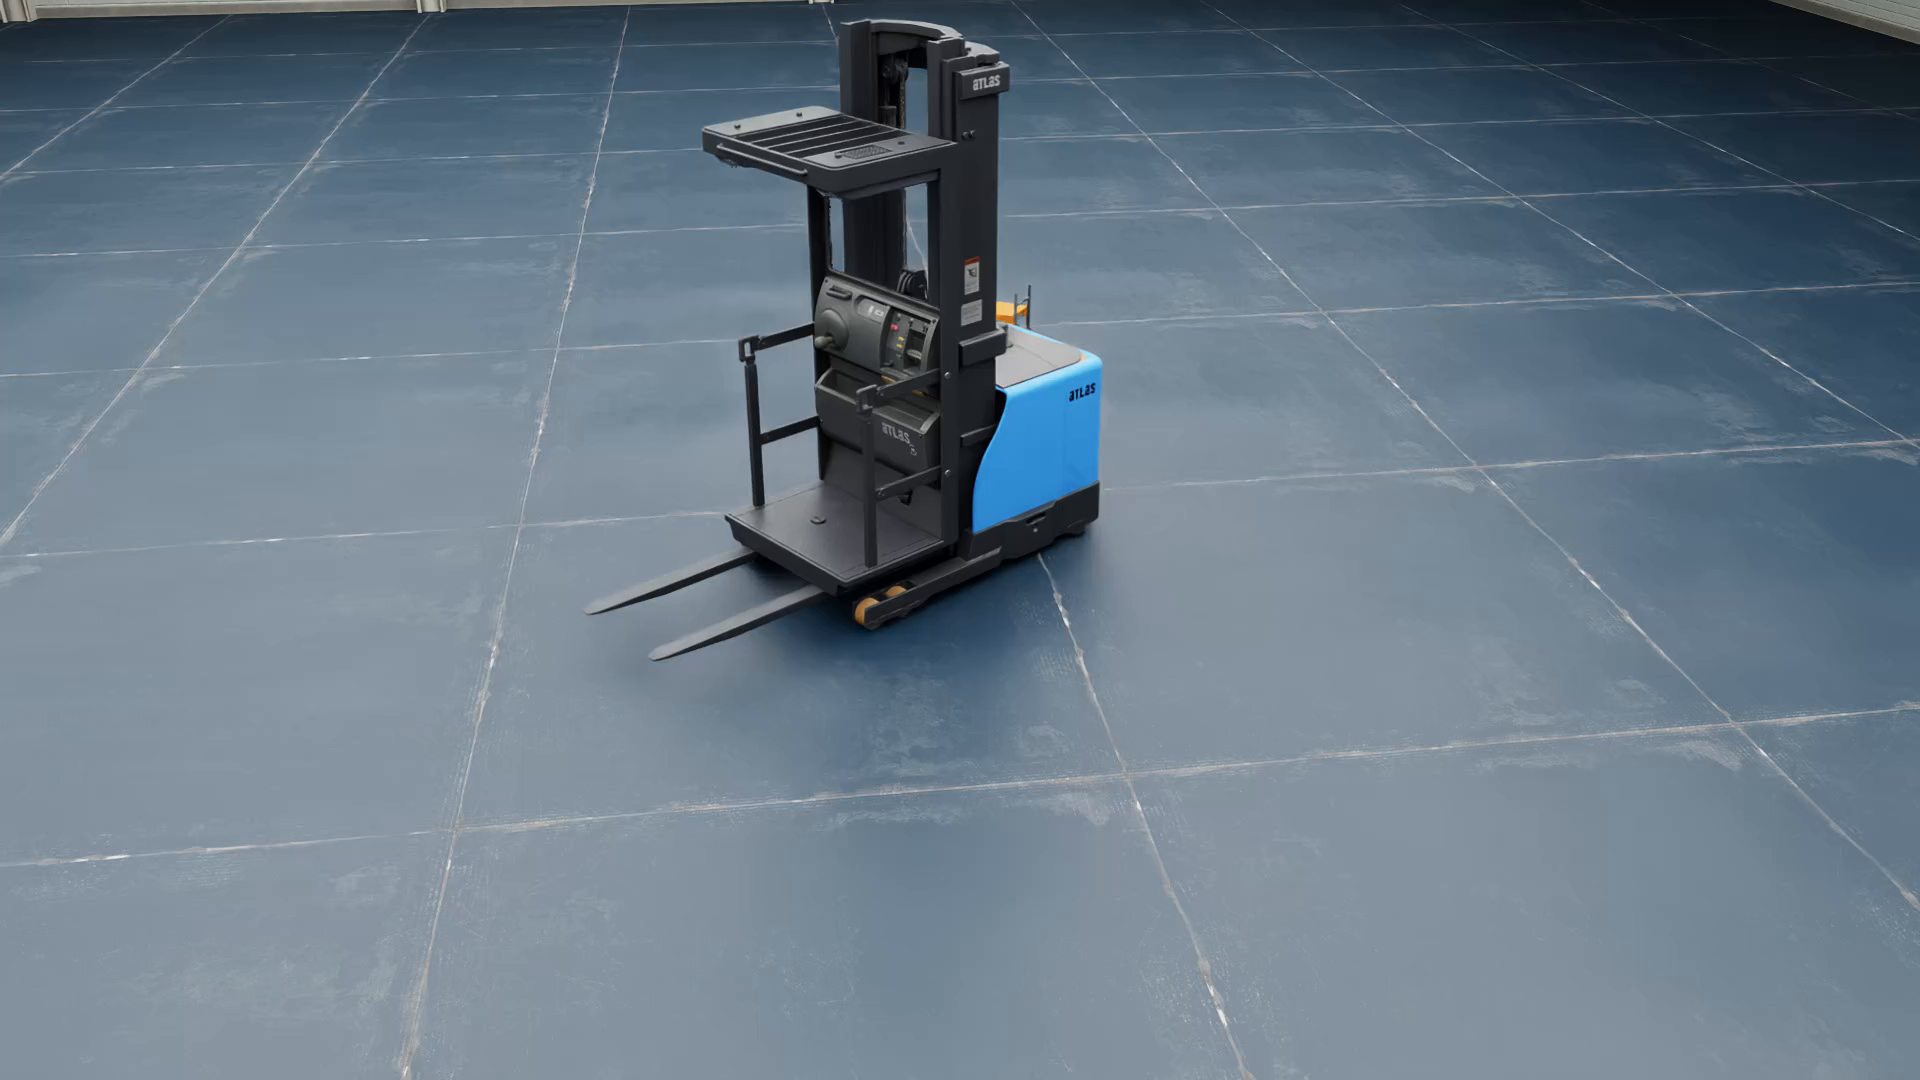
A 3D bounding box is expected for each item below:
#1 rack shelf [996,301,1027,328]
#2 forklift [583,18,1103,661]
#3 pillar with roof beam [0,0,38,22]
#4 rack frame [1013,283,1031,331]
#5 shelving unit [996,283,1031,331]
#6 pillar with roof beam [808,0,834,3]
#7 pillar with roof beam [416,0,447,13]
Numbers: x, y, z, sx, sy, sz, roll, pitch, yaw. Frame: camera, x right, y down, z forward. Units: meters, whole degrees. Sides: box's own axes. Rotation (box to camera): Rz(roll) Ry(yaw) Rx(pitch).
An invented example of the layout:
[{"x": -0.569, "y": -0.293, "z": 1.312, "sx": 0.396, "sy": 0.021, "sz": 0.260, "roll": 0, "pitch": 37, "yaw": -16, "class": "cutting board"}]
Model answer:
[{"x": 0.156, "y": -1.384, "z": 10.262, "sx": 0.480, "sy": 0.148, "sz": 0.258, "roll": 12, "pitch": 27, "yaw": 22, "class": "rack shelf"}, {"x": -0.602, "y": -1.097, "z": 8.677, "sx": 3.031, "sy": 2.935, "sz": 1.130, "roll": -23, "pitch": 35, "yaw": -37, "class": "forklift"}, {"x": -13.490, "y": -9.854, "z": 19.098, "sx": 0.400, "sy": 9.000, "sz": 9.100, "roll": -4, "pitch": 27, "yaw": -7, "class": "pillar with roof beam"}, {"x": 0.371, "y": -0.982, "z": 10.338, "sx": 0.015, "sy": 1.200, "sz": 0.240, "roll": 12, "pitch": 27, "yaw": 22, "class": "rack frame"}, {"x": 0.150, "y": -1.028, "z": 10.428, "sx": 0.503, "sy": 1.200, "sz": 0.258, "roll": 12, "pitch": 27, "yaw": 22, "class": "shelving unit"}, {"x": -1.607, "y": -10.617, "z": 20.585, "sx": 0.400, "sy": 9.000, "sz": 9.100, "roll": -4, "pitch": 27, "yaw": -7, "class": "pillar with roof beam"}, {"x": -7.548, "y": -10.236, "z": 19.842, "sx": 0.400, "sy": 9.000, "sz": 9.100, "roll": -4, "pitch": 27, "yaw": -7, "class": "pillar with roof beam"}]
